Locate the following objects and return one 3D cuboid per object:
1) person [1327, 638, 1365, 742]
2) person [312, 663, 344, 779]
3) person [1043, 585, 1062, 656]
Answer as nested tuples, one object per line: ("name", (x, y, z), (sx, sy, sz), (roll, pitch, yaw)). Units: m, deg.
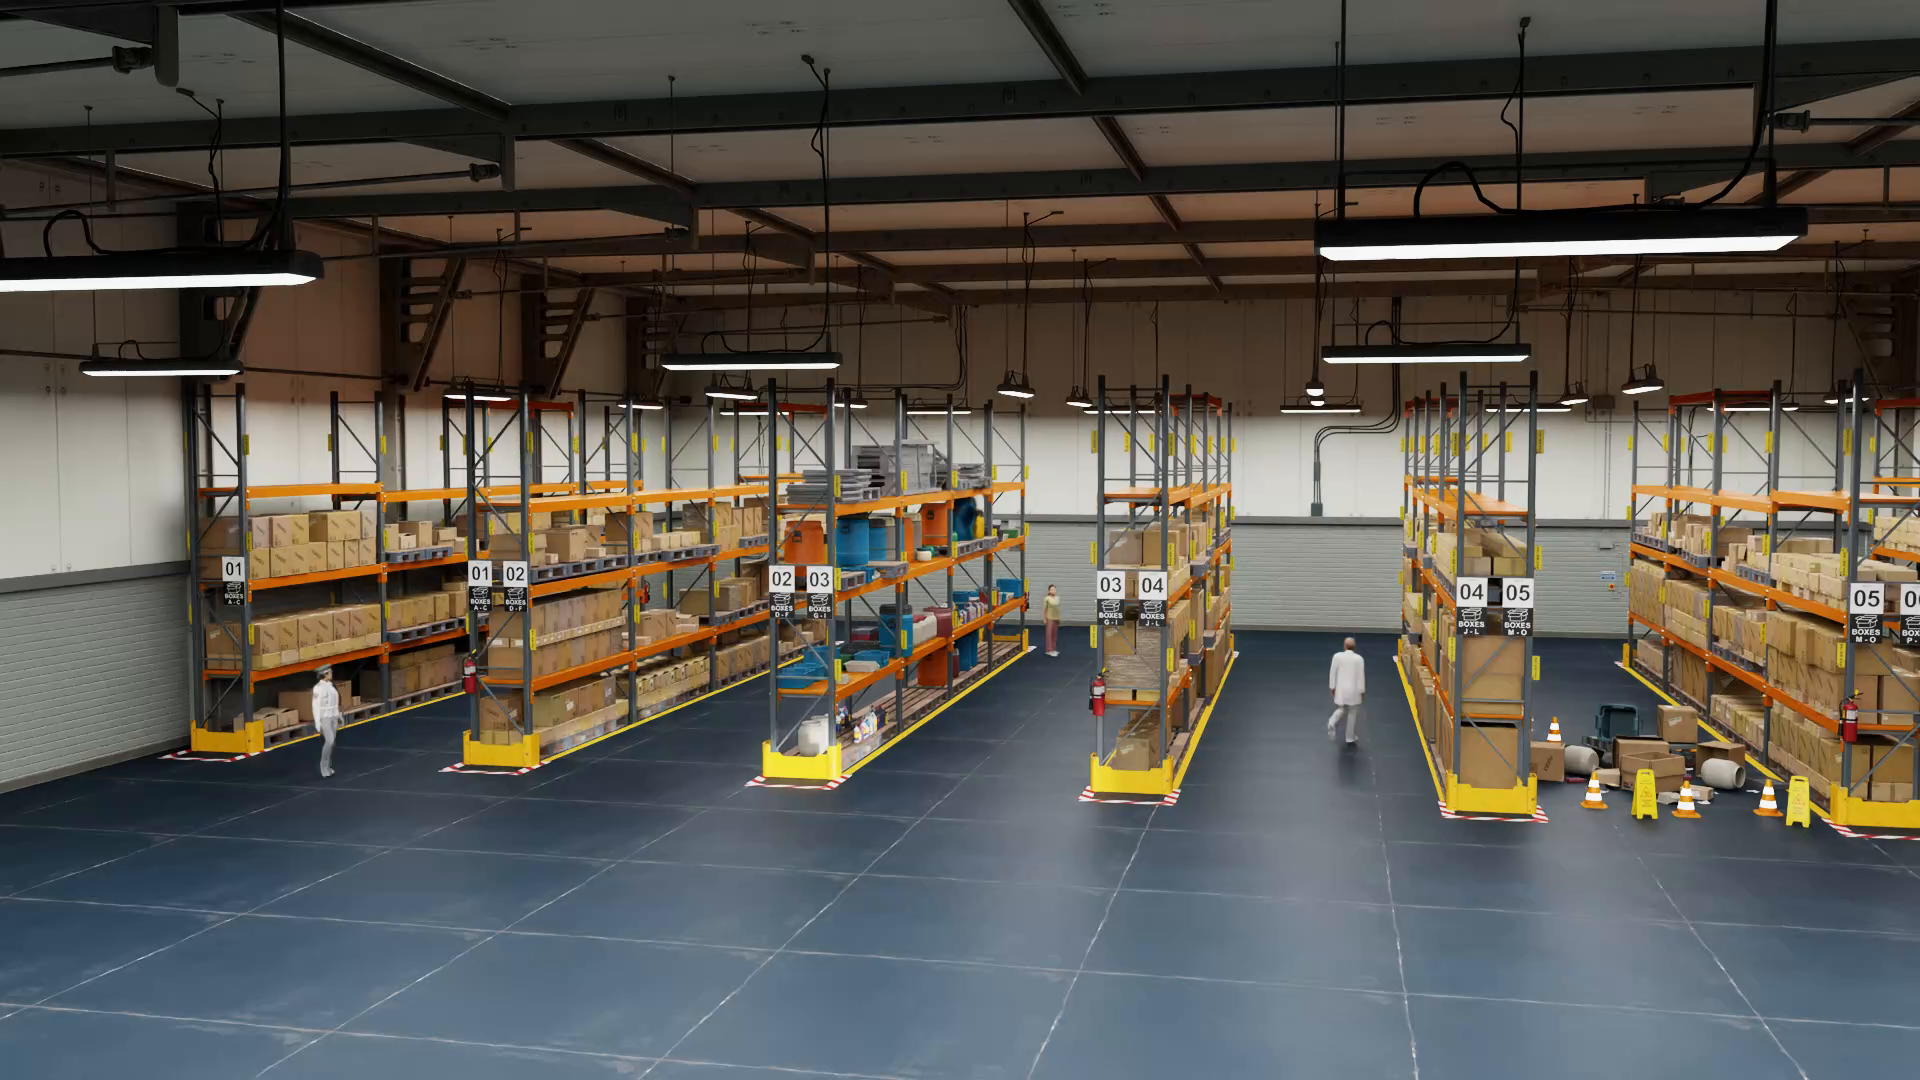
("person", (6.462, 2.515, 27.822), (0.778, 1.764, 0.573), (-3, 5, -44))
("person", (-9.526, 2.717, 25.074), (0.487, 1.719, 0.530), (2, 4, 30))
("person", (2.232, 1.911, 39.608), (0.475, 1.686, 0.538), (-2, 4, -28))
